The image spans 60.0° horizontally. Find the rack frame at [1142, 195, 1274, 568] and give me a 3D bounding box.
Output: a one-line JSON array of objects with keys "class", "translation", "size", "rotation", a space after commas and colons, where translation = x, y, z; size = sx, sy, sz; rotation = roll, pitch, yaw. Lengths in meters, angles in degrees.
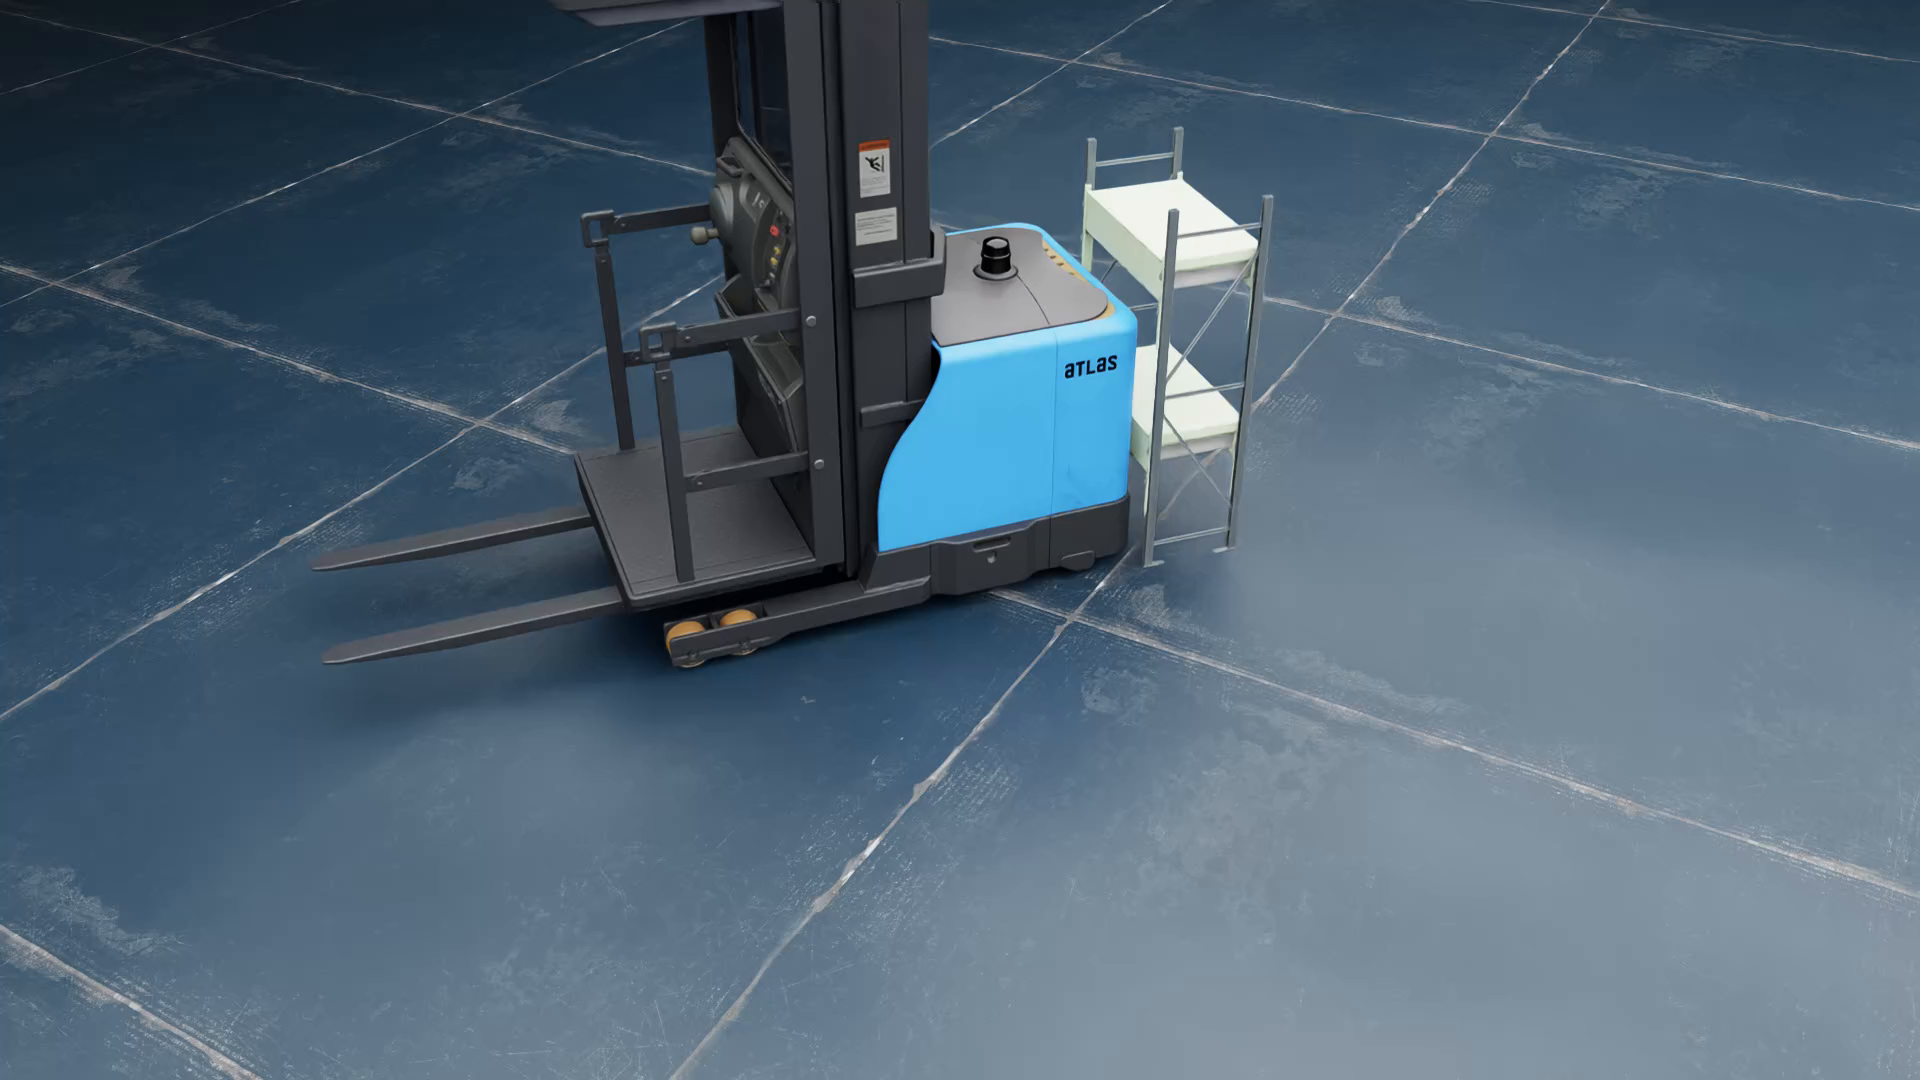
[{"class": "rack frame", "translation": [0.914, -0.554, 6.228], "size": [0.400, 1.500, 0.023], "rotation": [-11, 35, -16]}]

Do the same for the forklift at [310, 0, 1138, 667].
[{"class": "forklift", "translation": [-0.904, -1.089, 5.740], "size": [3.031, 2.935, 1.130], "rotation": [-12, 36, -18]}]

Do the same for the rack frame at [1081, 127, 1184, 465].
[{"class": "rack frame", "translation": [0.674, -0.937, 6.804], "size": [0.400, 1.500, 0.023], "rotation": [-11, 35, -16]}]

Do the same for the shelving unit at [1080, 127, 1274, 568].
[{"class": "shelving unit", "translation": [0.794, -0.746, 6.516], "size": [0.431, 1.500, 0.755], "rotation": [-11, 35, -16]}]

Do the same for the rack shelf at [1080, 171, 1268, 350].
[{"class": "rack shelf", "translation": [0.794, -1.070, 6.300], "size": [0.431, 0.370, 0.720], "rotation": [-11, 35, -16]}]

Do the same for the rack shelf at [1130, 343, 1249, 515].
[{"class": "rack shelf", "translation": [0.794, -0.474, 6.697], "size": [0.431, 0.370, 0.720], "rotation": [-11, 35, -16]}]
